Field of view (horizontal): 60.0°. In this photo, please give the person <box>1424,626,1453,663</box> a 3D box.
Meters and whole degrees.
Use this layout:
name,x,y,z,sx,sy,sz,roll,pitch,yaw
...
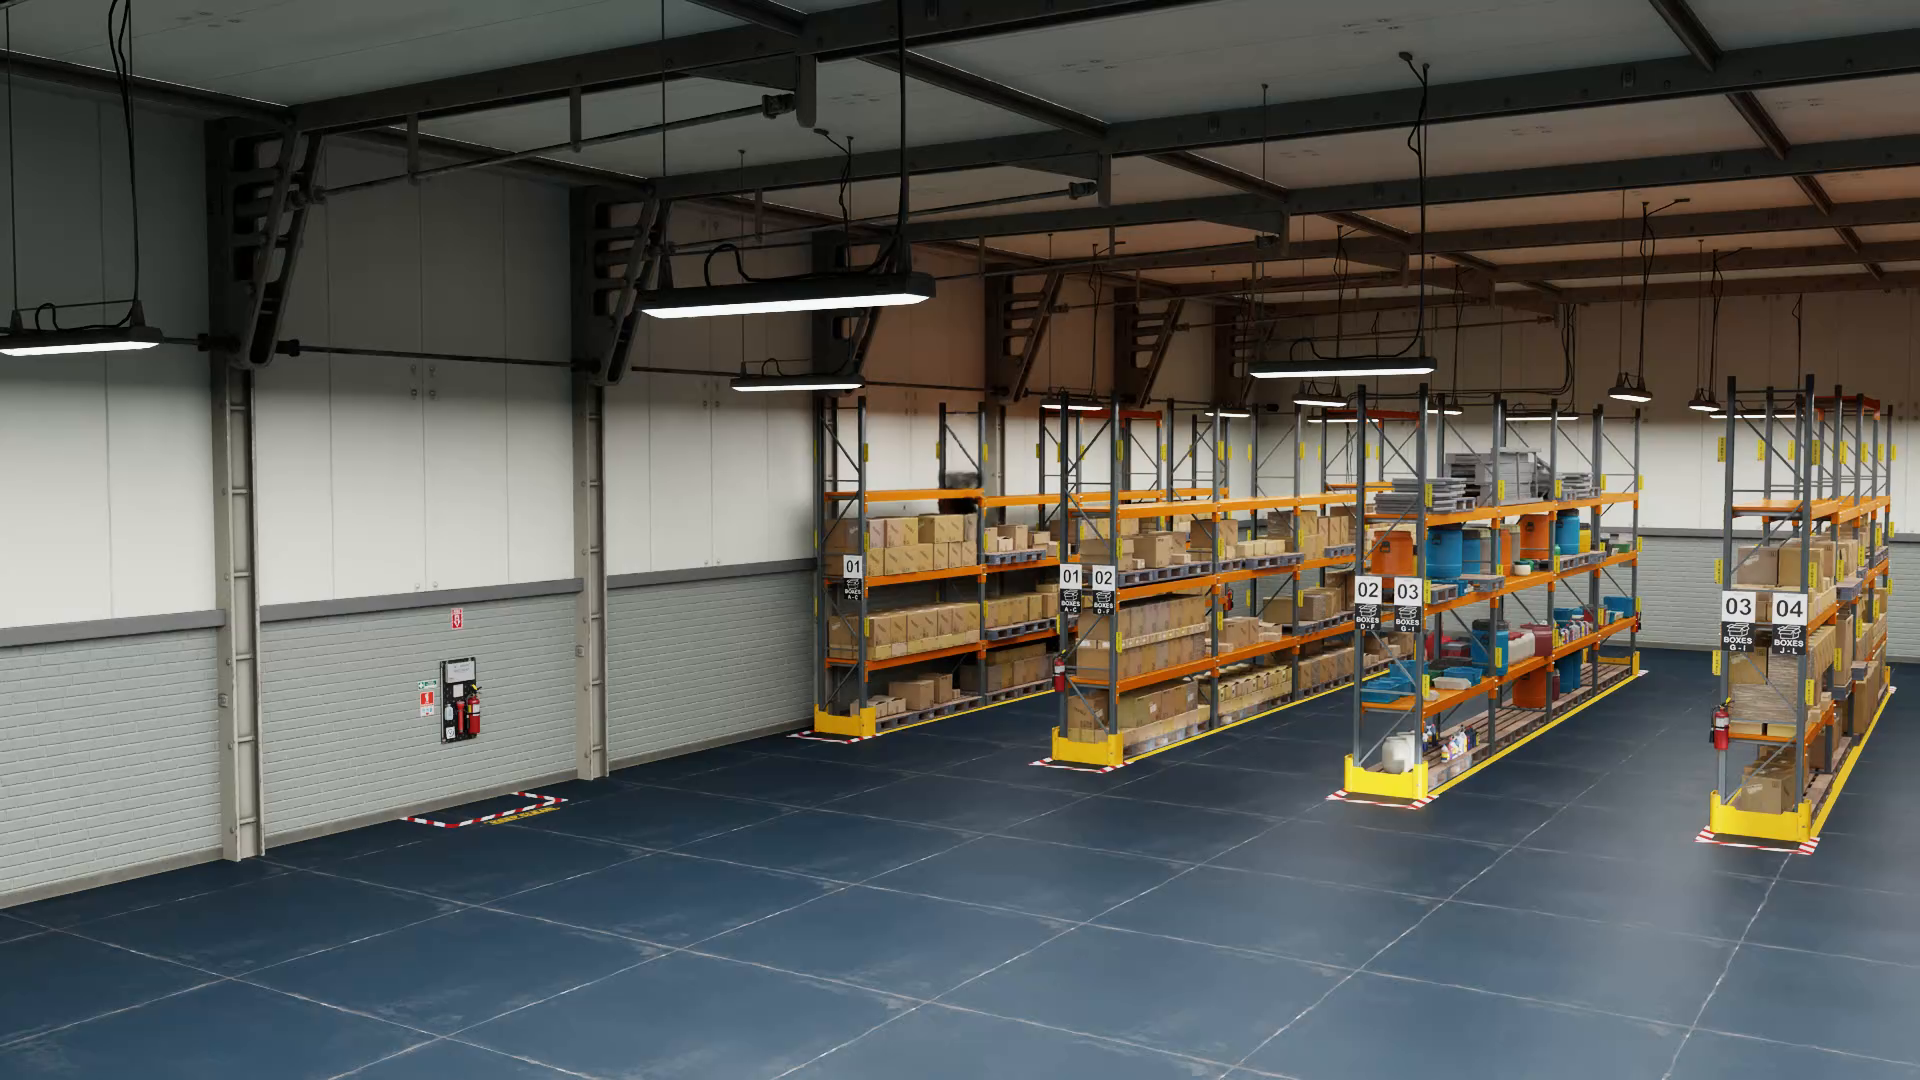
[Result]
name,x,y,z,sx,sy,sz,roll,pitch,yaw
person,9.378,2.466,32.502,0.662,1.700,0.685,3,4,40

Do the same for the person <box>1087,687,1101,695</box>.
name,x,y,z,sx,sy,sz,roll,pitch,yaw
person,2.716,2.138,32.700,0.682,1.896,0.779,1,3,25
